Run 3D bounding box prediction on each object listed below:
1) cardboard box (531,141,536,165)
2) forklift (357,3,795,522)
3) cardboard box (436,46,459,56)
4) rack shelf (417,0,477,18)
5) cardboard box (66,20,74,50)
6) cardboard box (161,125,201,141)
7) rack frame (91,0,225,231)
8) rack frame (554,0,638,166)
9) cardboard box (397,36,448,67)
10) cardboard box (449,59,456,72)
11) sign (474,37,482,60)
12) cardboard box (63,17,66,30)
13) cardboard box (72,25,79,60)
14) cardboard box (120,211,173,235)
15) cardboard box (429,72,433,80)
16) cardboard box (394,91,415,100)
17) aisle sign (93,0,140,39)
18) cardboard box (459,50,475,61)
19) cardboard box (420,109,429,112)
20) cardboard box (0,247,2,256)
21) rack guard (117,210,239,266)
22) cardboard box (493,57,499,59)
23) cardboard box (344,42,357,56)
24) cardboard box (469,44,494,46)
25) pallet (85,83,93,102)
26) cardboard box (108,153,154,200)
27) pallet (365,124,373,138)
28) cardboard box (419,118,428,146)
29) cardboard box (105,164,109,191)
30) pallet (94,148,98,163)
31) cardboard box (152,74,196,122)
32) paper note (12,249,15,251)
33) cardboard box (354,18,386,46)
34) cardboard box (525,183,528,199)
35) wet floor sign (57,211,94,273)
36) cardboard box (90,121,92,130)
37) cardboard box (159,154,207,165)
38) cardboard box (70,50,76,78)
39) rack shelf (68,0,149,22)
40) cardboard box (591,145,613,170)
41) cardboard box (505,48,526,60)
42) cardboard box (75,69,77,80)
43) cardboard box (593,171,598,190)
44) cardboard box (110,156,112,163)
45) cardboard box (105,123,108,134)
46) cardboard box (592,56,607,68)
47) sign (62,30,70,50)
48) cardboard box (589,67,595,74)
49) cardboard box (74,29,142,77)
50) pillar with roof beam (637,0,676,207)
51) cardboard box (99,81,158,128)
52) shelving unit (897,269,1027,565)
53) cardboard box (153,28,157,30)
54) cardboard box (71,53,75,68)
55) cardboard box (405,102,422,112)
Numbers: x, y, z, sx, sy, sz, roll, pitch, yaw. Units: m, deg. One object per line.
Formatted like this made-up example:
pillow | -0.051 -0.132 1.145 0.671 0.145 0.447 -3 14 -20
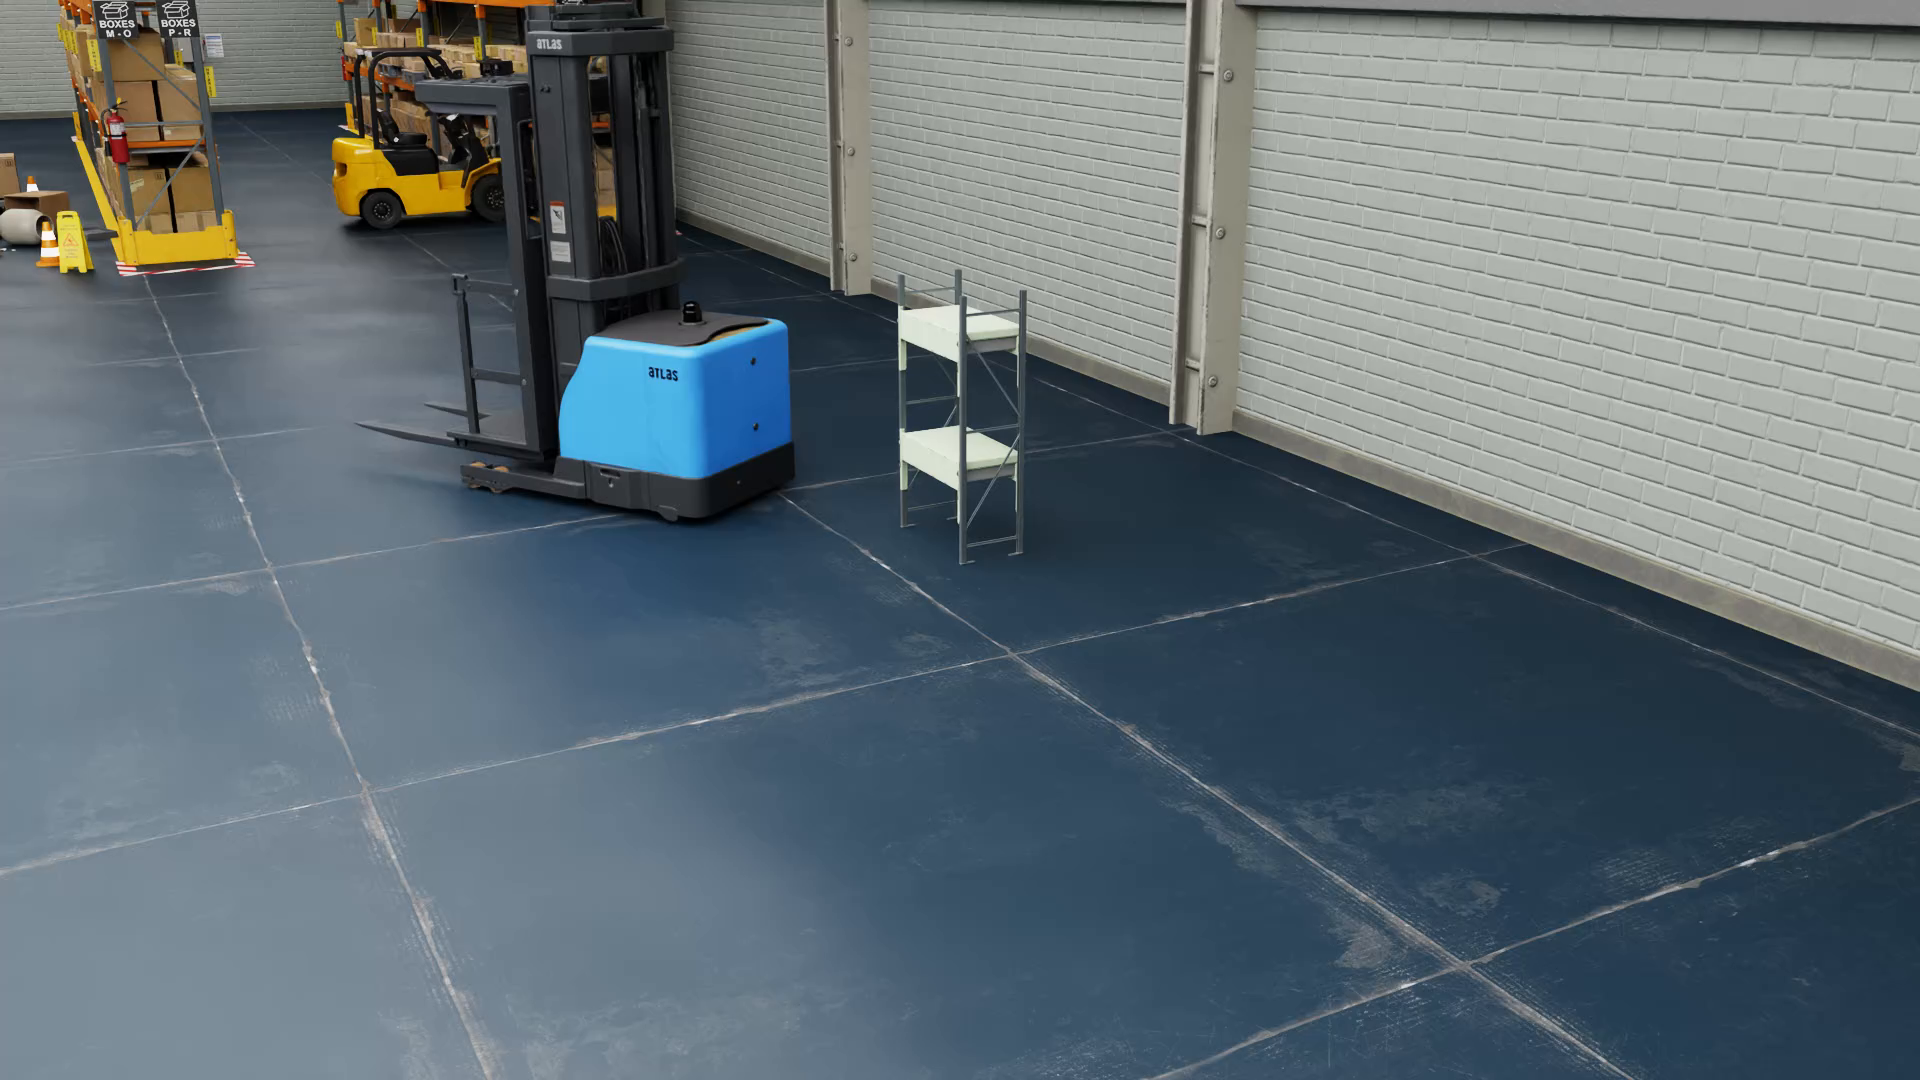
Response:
cardboard box | -5.403 -5.090 21.822 0.500 0.250 0.500 -10 21 -26
forklift | -2.590 -1.821 10.415 3.031 2.935 1.130 10 21 27
cardboard box | -8.048 -7.713 26.236 0.380 0.149 0.250 -9 21 -25
rack shelf | -7.263 -8.146 25.144 1.077 0.370 4.000 -10 21 -27
cardboard box | -14.523 -8.370 27.602 0.500 0.500 0.500 -10 21 -26
cardboard box | -8.759 -4.586 18.710 0.380 0.149 0.250 -10 21 -26
rack frame | -8.780 -4.576 18.293 1.000 3.000 0.127 -10 21 -27
rack frame | -4.414 -5.346 20.524 1.000 3.000 0.127 -10 21 -27
cardboard box | -9.150 -8.329 28.369 0.797 0.503 0.637 -11 22 -28
cardboard box | -7.483 -7.203 25.370 0.500 0.250 0.500 -10 21 -26
sign | -6.786 -6.917 23.424 0.100 0.325 0.005 -10 21 -27
cardboard box | -15.429 -8.925 29.210 0.500 0.500 0.500 -10 21 -26
cardboard box | -13.055 -7.500 25.082 0.500 0.500 0.500 -11 22 -28
cardboard box | -9.412 -3.672 19.245 0.500 0.250 0.500 -10 21 -27
cardboard box | -8.217 -7.406 26.725 0.500 0.250 0.500 -10 21 -26
cardboard box | -10.010 -8.043 30.080 0.380 0.149 0.250 -11 22 -29
aisle sign | -9.006 -5.742 17.687 0.394 0.787 0.004 -10 21 -27
cardboard box | -7.303 -7.274 24.964 0.380 0.149 0.250 -10 21 -26
cardboard box | -8.913 -7.224 28.162 0.380 0.149 0.250 -11 22 -28
cardboard box | -11.180 -3.291 18.941 0.380 0.149 0.250 1 19 2
rack guard | -8.816 -3.416 18.764 1.175 0.500 0.348 -10 21 -27
cardboard box | -6.269 -6.641 23.132 0.380 0.149 0.250 -9 21 -25
cardboard box | -12.033 -9.836 33.313 0.500 0.250 0.500 -10 21 -26
cardboard box | -7.657 -7.876 26.710 0.380 0.149 0.250 -9 21 -25
pallet | -12.147 -6.593 24.435 1.213 0.211 1.003 -10 21 -27
cardboard box | -10.128 -4.465 20.394 0.500 0.500 0.500 -9 21 -24
pallet | -11.020 -8.020 32.550 1.003 0.211 1.213 -10 21 -27
cardboard box | -8.831 -6.892 28.195 0.500 0.500 0.500 -10 22 -27
cardboard box | -11.275 -5.036 23.013 0.950 0.372 0.625 -9 21 -23
pallet | -14.046 -6.492 28.123 1.003 0.211 1.213 -10 21 -27
cardboard box | -9.010 -5.091 19.176 0.500 0.500 0.500 -9 21 -25
paper note | -11.066 -3.390 19.441 0.032 0.001 0.123 -10 21 -27
cardboard box | -11.320 -9.760 31.943 0.500 0.500 0.500 -9 21 -25
cardboard box | -5.639 -4.765 22.414 0.500 0.250 0.500 -9 21 -25
wet floor sign | -9.632 -3.242 18.039 0.267 0.644 0.232 -3 19 -8
cardboard box | -15.976 -7.982 31.449 0.875 0.438 0.875 -11 22 -28
cardboard box | -9.415 -4.405 20.220 0.500 0.500 0.500 -10 21 -26
cardboard box | -15.173 -8.308 28.957 0.500 0.500 0.500 -11 22 -28
rack shelf | -11.629 -7.376 22.913 1.077 0.370 4.000 -10 21 -27
cardboard box | -4.475 -4.884 21.226 0.500 0.250 0.500 -10 22 -27
cardboard box | -5.911 -6.558 22.434 0.380 0.149 0.250 -10 22 -28
cardboard box | -14.502 -7.782 27.816 0.500 0.250 0.500 -11 22 -28
cardboard box | -4.920 -4.572 21.087 0.500 0.250 0.500 -10 22 -27
cardboard box | -9.740 -4.493 19.480 0.380 0.149 0.250 -10 21 -26
cardboard box | -9.616 -4.733 19.134 0.380 0.149 0.250 -10 21 -26
cardboard box | -4.385 -5.970 20.729 0.380 0.149 0.250 -10 22 -28
sign | -14.966 -8.381 27.872 0.100 0.325 0.005 -10 21 -27
cardboard box | -4.520 -5.898 20.978 0.380 0.149 0.250 -10 21 -27
cardboard box | -9.781 -5.626 19.195 0.700 0.500 0.500 -10 22 -27
pillar with roof beam | -7.740 -7.854 18.597 9.100 9.000 0.400 -10 21 -27
cardboard box | -9.280 -4.877 18.556 0.500 0.500 0.500 -10 22 -28
shelving unit | 0.003 -0.707 9.381 0.431 1.500 0.755 -10 21 -27
cardboard box | -11.554 -7.139 23.475 0.380 0.149 0.250 -11 22 -29
cardboard box | -14.518 -8.016 27.726 0.500 0.250 0.500 -11 22 -28
cardboard box | -9.616 -7.676 29.472 0.380 0.149 0.250 -10 21 -27
